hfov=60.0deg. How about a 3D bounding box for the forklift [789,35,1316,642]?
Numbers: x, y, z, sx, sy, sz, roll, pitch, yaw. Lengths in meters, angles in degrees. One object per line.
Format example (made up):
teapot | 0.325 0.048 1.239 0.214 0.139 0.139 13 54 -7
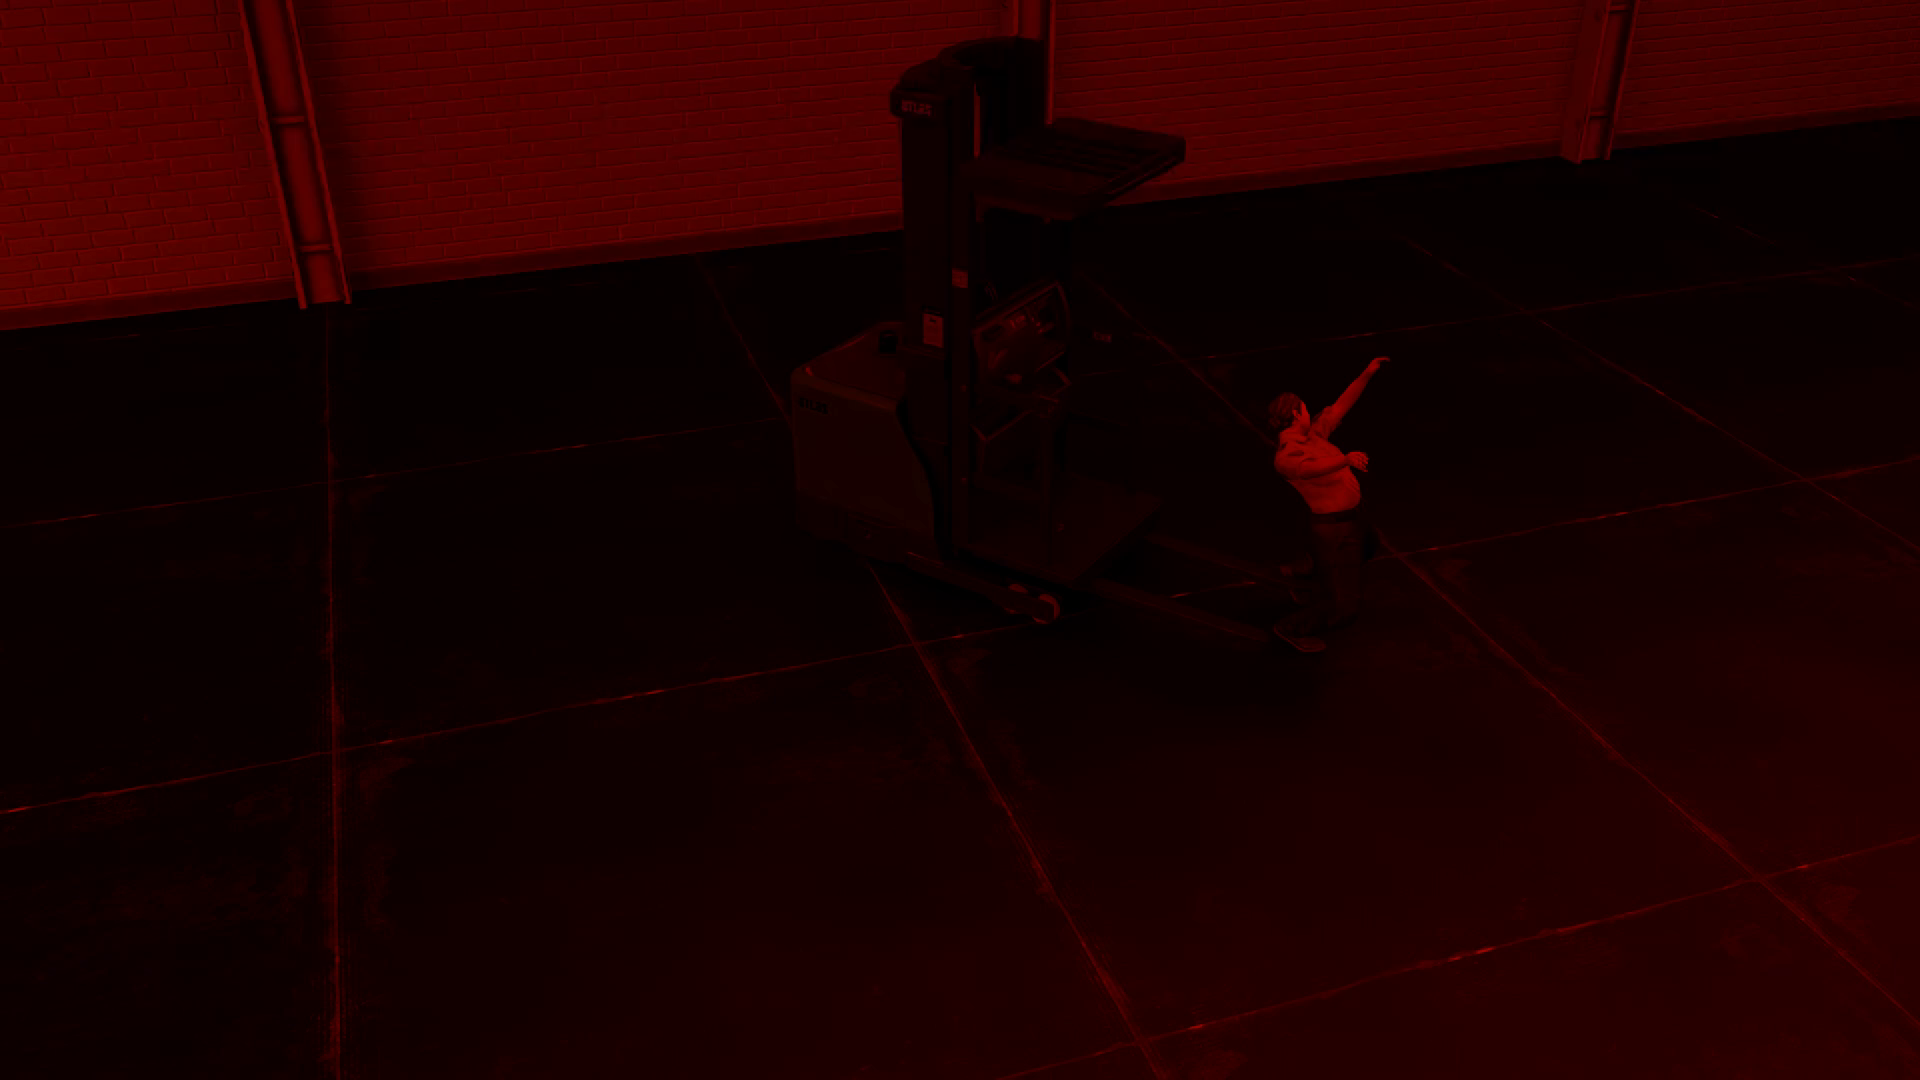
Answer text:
forklift | 0.511 -1.104 9.005 3.031 2.935 1.130 18 35 29

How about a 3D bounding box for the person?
person | 1.855 -0.126 8.643 0.649 1.560 0.955 9 31 15
